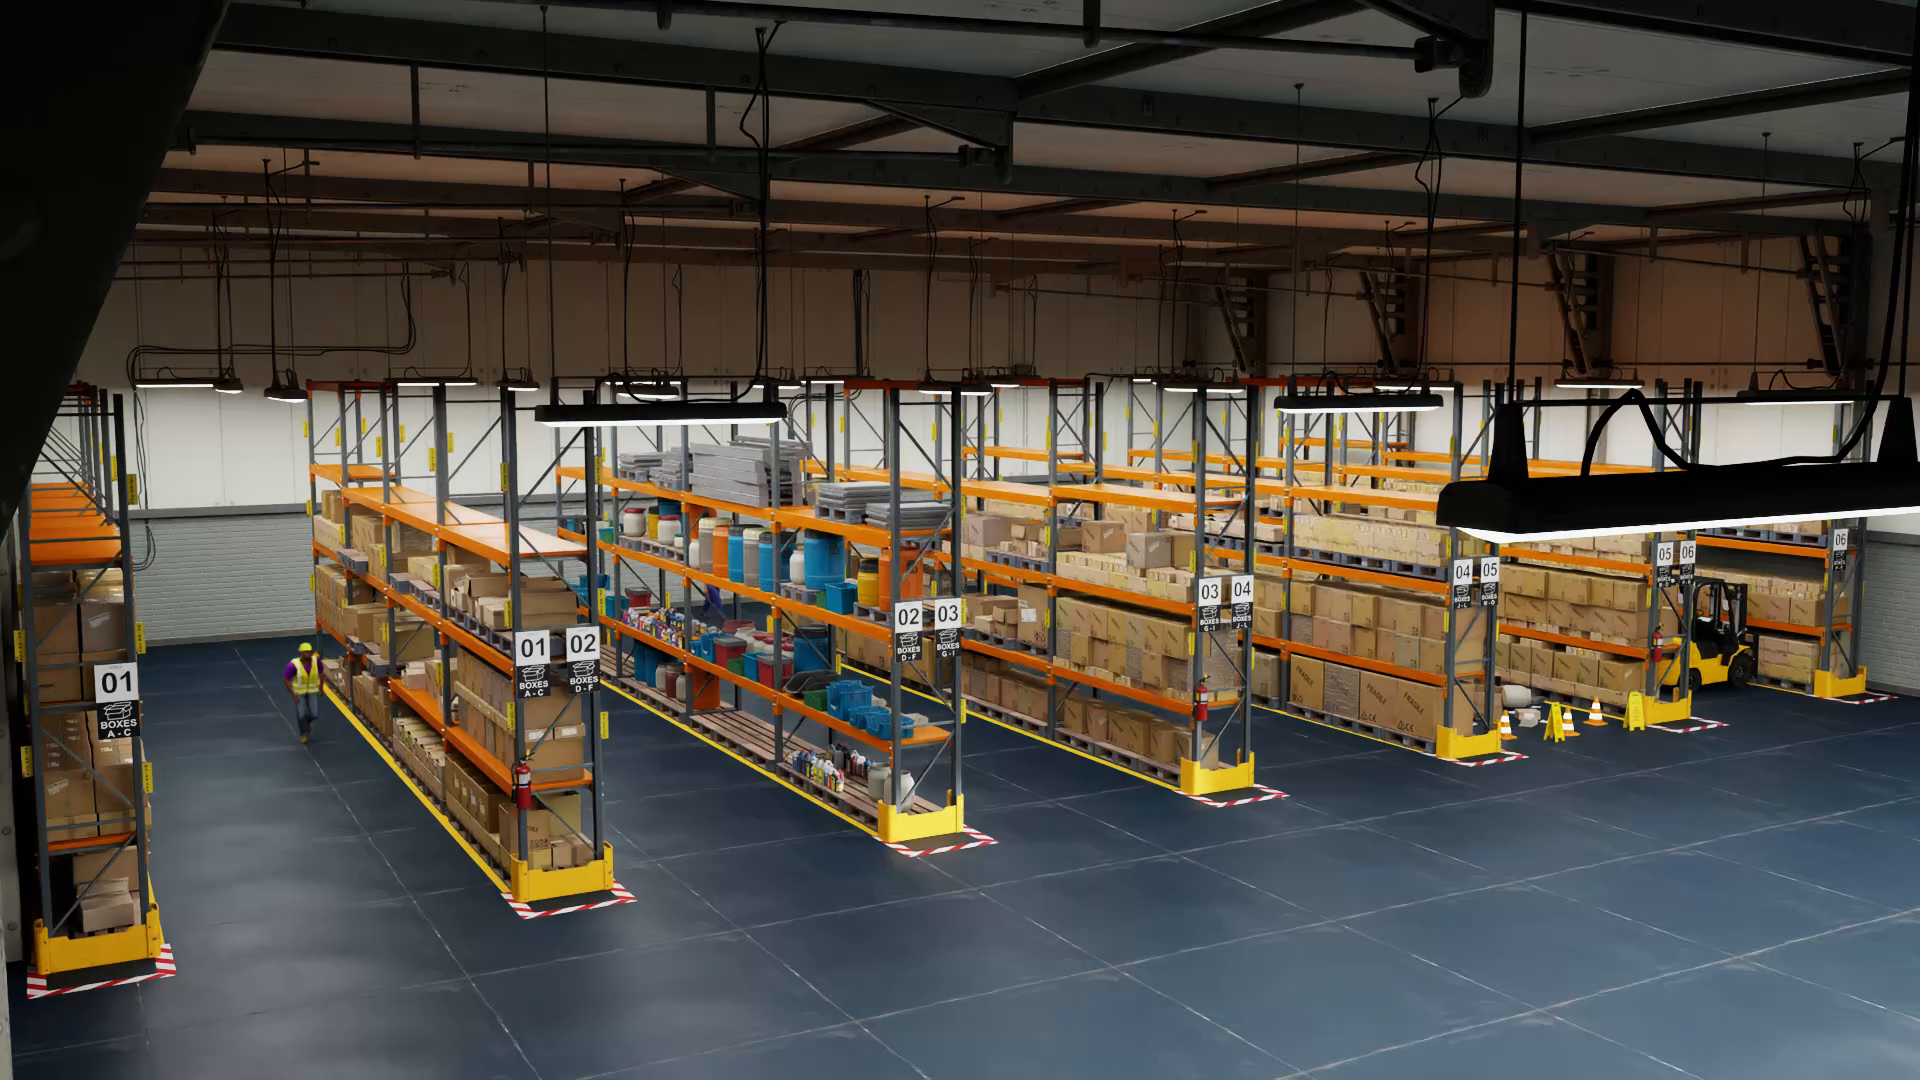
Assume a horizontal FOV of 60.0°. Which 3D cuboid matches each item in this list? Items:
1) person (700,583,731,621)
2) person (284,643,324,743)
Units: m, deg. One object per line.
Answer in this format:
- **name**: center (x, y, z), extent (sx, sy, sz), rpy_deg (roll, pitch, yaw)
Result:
- **person**: center (-6.012, 1.169, 40.895), extent (1.078, 1.574, 0.486), rpy_deg (3, 7, 26)
- **person**: center (-10.969, 2.540, 27.822), extent (0.660, 1.703, 0.642), rpy_deg (-4, 7, -32)
